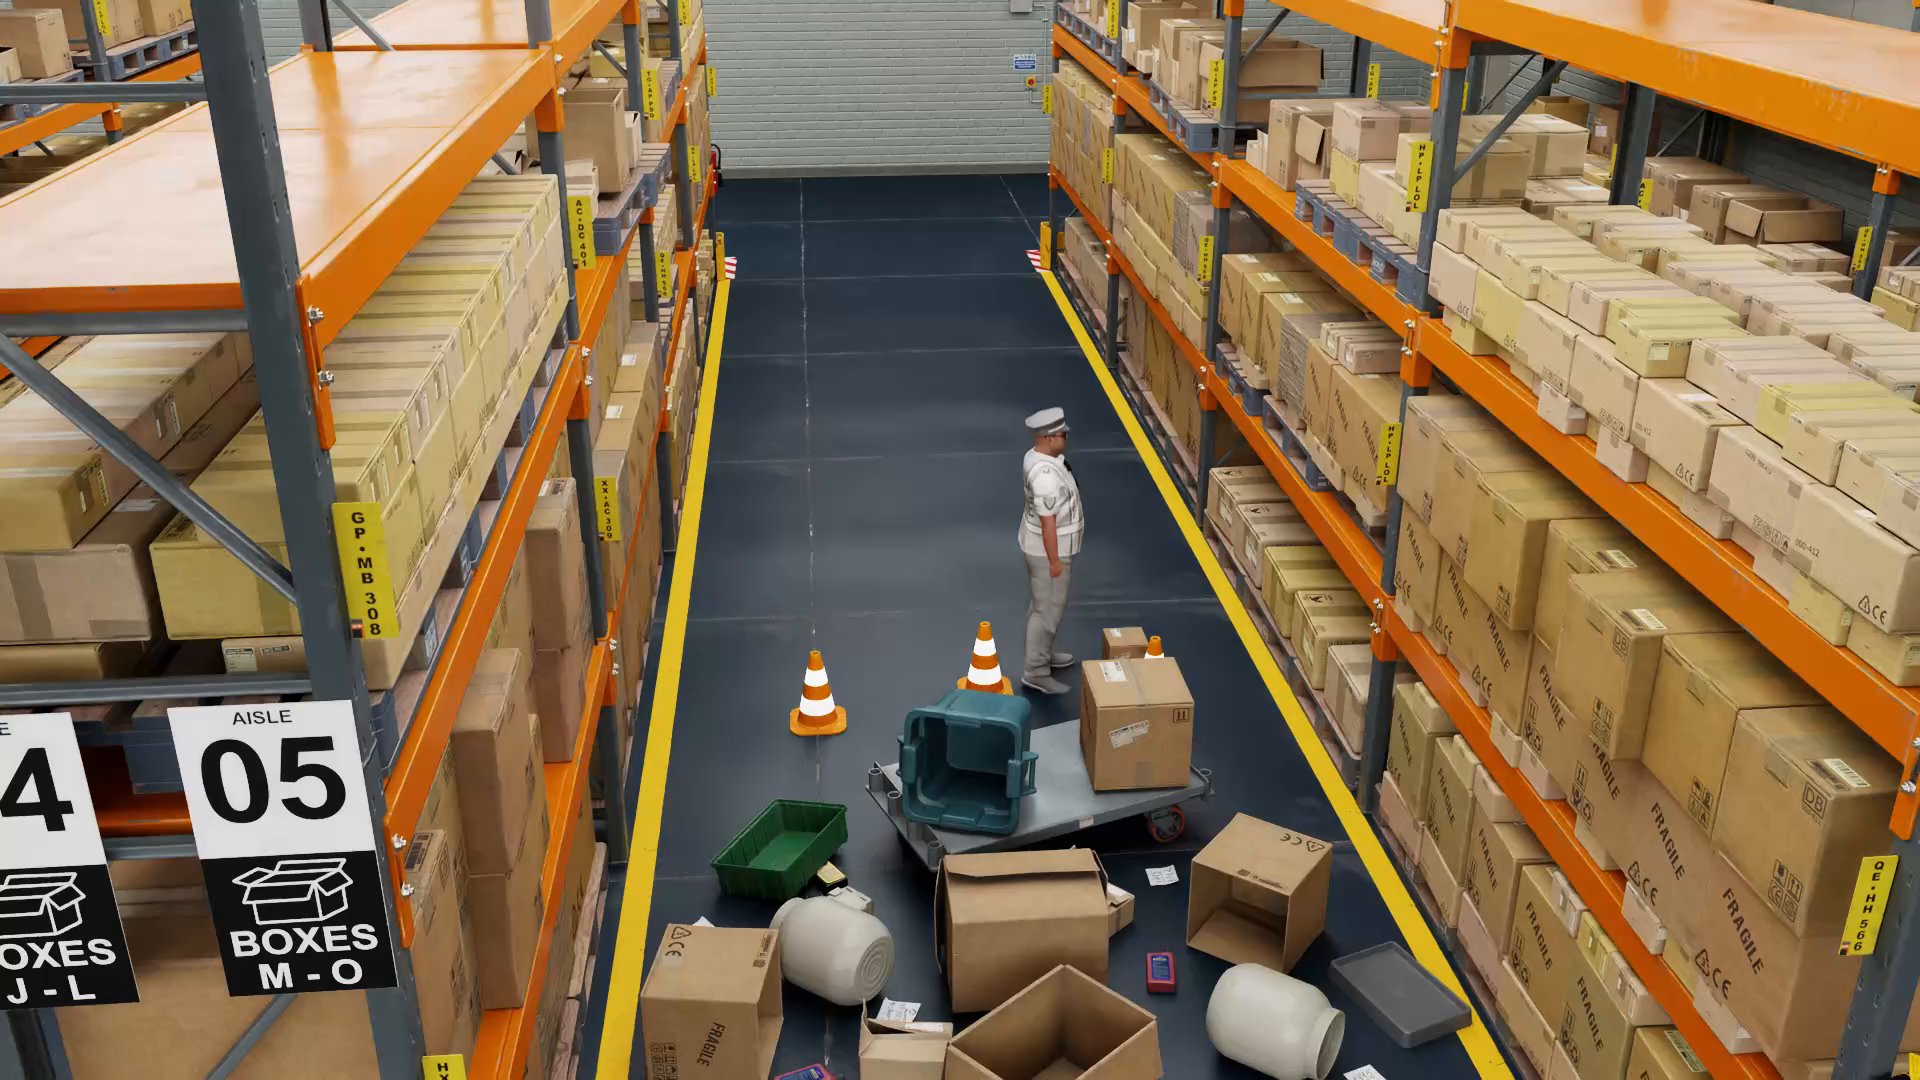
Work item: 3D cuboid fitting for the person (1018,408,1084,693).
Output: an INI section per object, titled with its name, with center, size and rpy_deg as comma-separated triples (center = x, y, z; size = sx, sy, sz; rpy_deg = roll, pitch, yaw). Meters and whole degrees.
[person]
center = 0.559, 0.057, 10.219
size = 0.392, 1.805, 0.542
rpy_deg = -2, 24, -4
